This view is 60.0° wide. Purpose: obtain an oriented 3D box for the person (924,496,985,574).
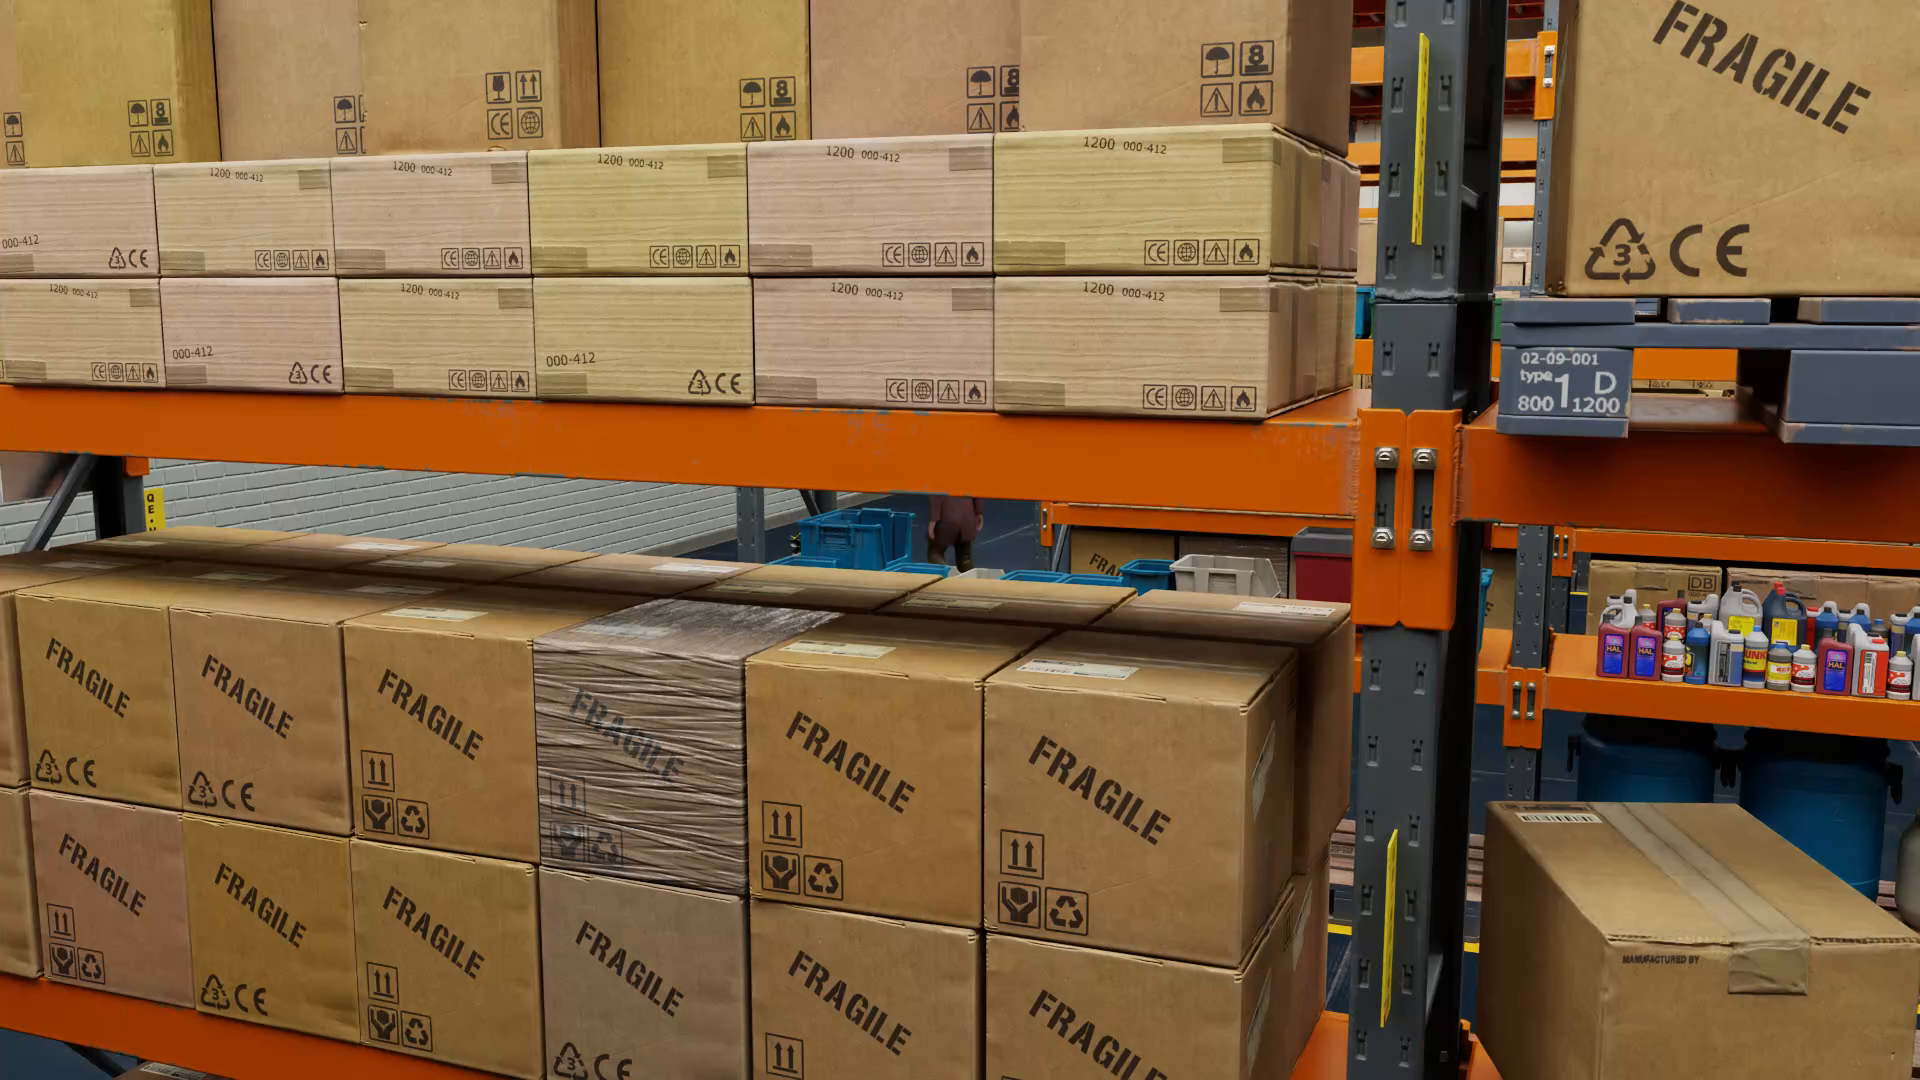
[{"bbox_3d":[-0.042,-0.211,15.781,0.666,1.773,0.555,-6,10,-34],"label":"person"}]
